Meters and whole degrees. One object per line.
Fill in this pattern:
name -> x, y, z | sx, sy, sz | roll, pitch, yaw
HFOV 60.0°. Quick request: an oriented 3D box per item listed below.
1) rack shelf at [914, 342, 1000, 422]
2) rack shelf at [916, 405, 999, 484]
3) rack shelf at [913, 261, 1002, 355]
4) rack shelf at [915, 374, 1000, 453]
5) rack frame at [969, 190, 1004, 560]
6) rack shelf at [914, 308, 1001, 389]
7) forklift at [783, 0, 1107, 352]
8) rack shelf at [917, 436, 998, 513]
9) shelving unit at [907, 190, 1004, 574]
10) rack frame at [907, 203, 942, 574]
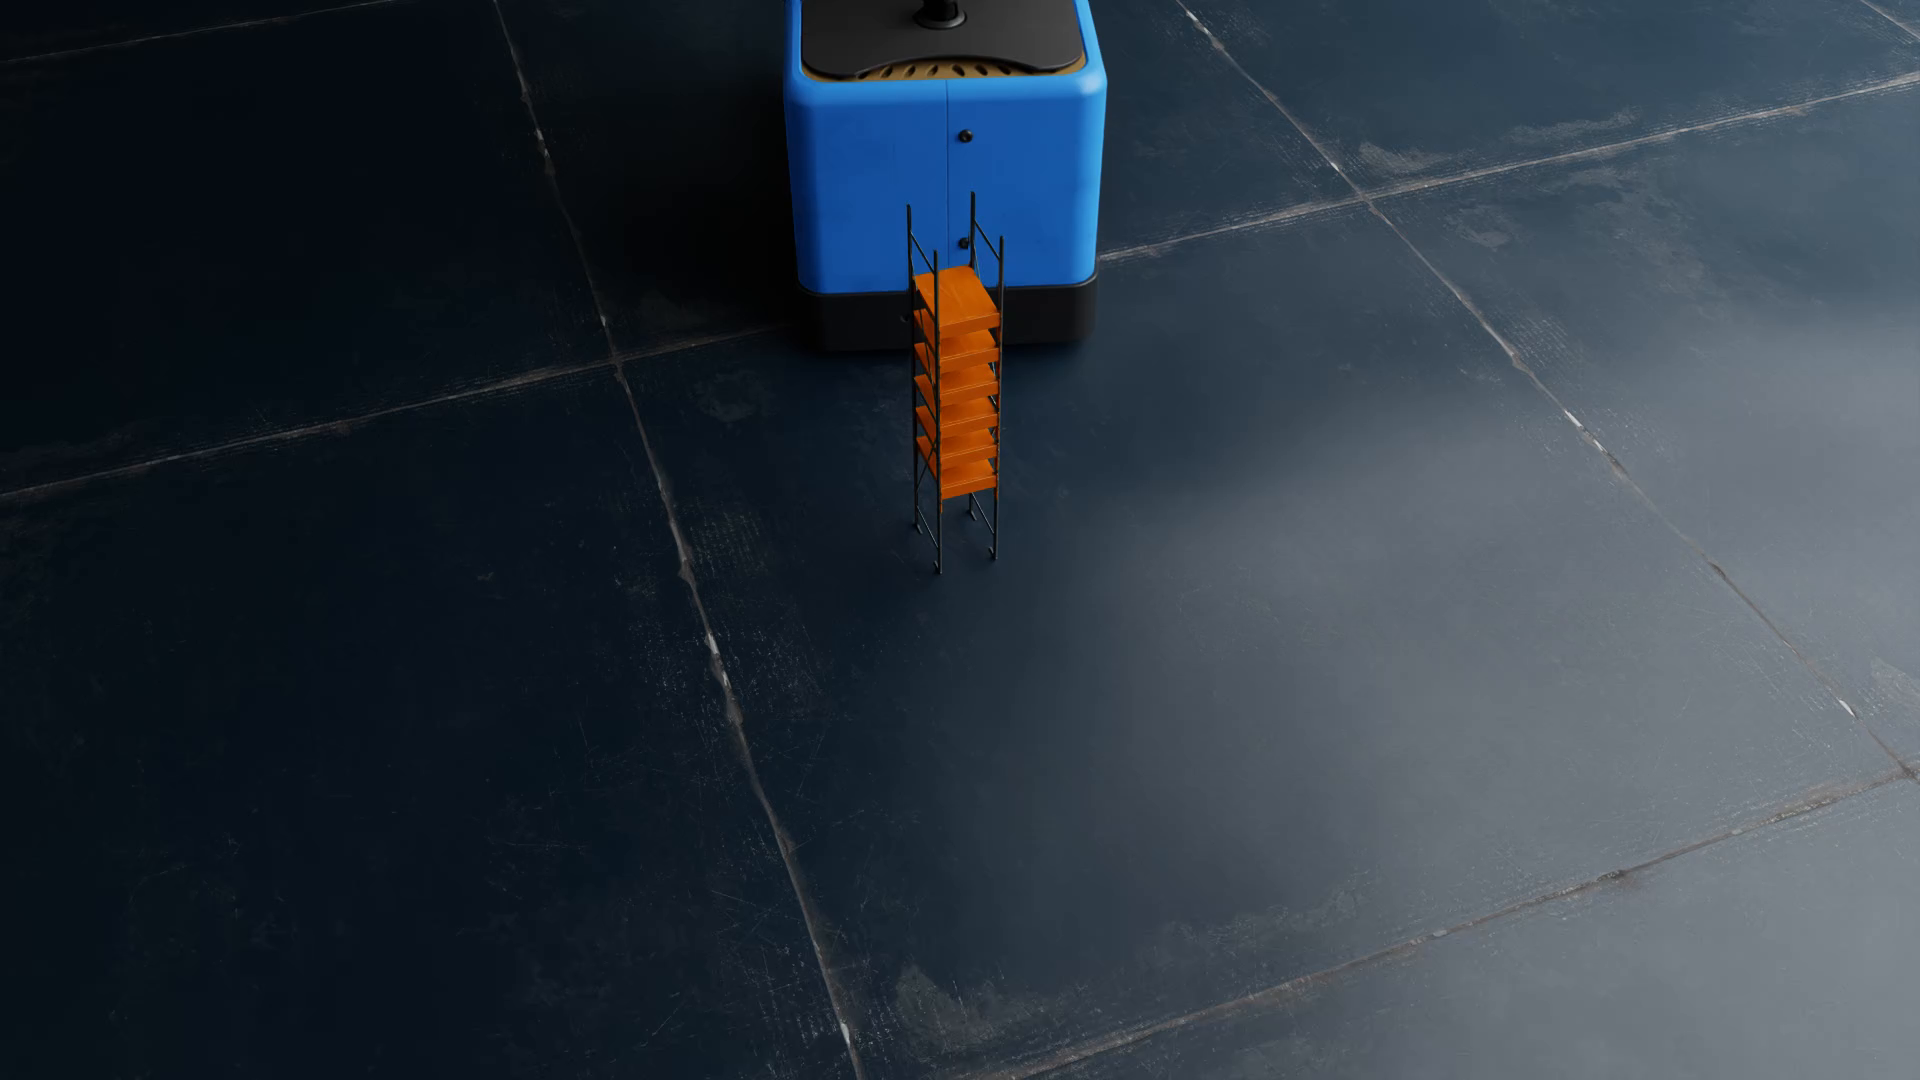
rack shelf -> -0.014, -0.473, 4.768 | 0.180, 0.103, 0.258 | -14, 47, -14
rack shelf -> -0.014, -0.304, 4.938 | 0.180, 0.103, 0.258 | -14, 47, -14
rack shelf -> -0.014, -0.643, 4.598 | 0.180, 0.103, 0.258 | -14, 47, -14
rack shelf -> -0.014, -0.389, 4.853 | 0.180, 0.103, 0.258 | -14, 47, -14
rack frame -> 0.072, -0.442, 4.843 | 0.006, 1.200, 0.240 | -14, 47, -14
rack shelf -> -0.014, -0.558, 4.683 | 0.180, 0.103, 0.258 | -14, 47, -14
forklift -> -0.134, -2.730, 5.901 | 1.130, 2.935, 3.031 | -3, 45, -3
rack shelf -> -0.014, -0.219, 5.023 | 0.180, 0.103, 0.258 | -14, 47, -14
shelving unit -> -0.014, -0.420, 4.822 | 0.189, 1.200, 0.258 | -14, 47, -14
rack frame -> -0.100, -0.398, 4.800 | 0.006, 1.200, 0.240 | -14, 47, -14
